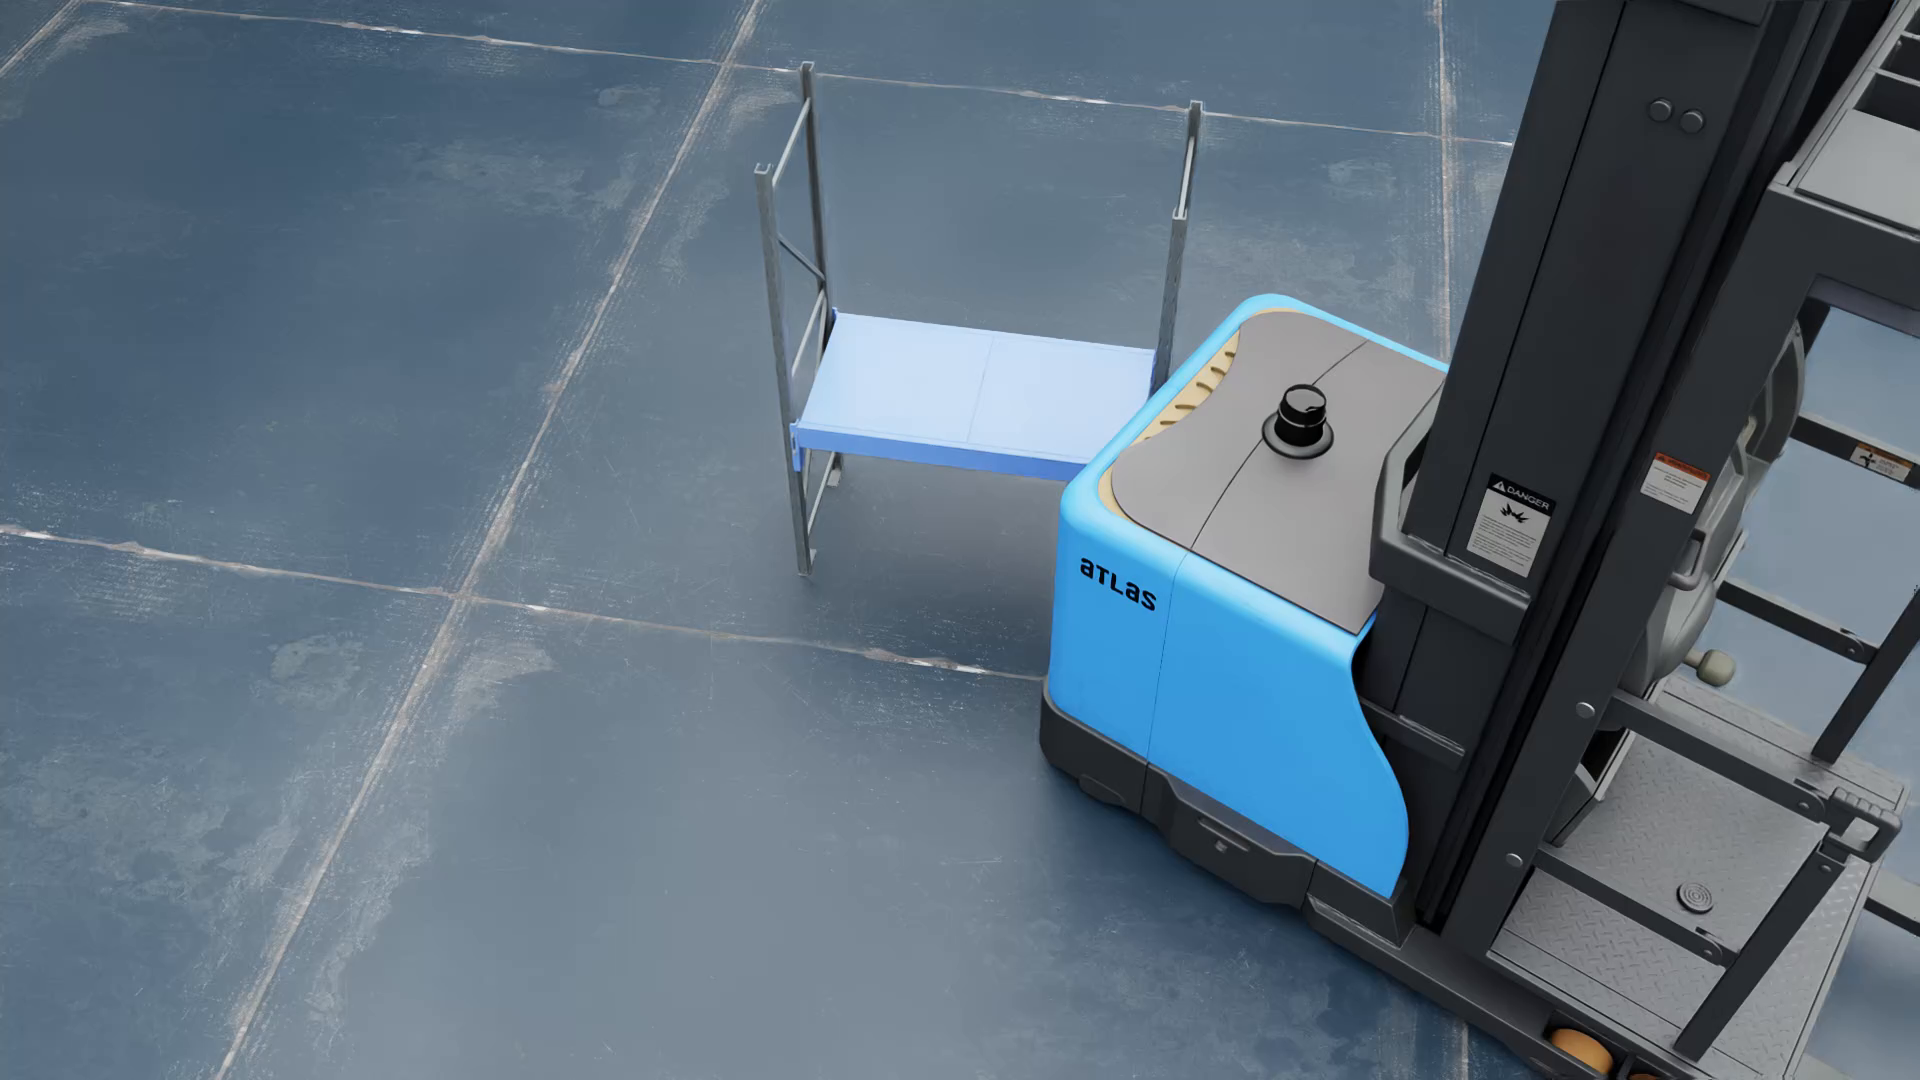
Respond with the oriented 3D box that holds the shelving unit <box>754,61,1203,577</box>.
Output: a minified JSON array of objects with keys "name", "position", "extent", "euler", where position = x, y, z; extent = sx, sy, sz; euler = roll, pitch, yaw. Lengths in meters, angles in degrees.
[{"name":"shelving unit","position":[0.060,-0.503,4.694],"extent":[1.048,1.500,0.538],"euler":[8,49,7]}]

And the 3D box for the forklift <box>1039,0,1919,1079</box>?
[{"name":"forklift","position":[1.711,-0.004,3.284],"extent":[3.031,2.935,1.130],"euler":[29,54,23]}]

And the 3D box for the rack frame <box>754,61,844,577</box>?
[{"name":"rack frame","position":[-0.441,-0.571,4.754],"extent":[0.032,1.500,0.500],"euler":[8,49,7]}]

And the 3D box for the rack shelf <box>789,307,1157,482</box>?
[{"name":"rack shelf","position":[0.060,-0.383,4.828],"extent":[1.000,0.185,0.538],"euler":[8,49,7]}]

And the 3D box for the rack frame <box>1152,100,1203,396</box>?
[{"name":"rack frame","position":[0.560,-0.436,4.634],"extent":[0.032,1.500,0.500],"euler":[8,49,7]}]
